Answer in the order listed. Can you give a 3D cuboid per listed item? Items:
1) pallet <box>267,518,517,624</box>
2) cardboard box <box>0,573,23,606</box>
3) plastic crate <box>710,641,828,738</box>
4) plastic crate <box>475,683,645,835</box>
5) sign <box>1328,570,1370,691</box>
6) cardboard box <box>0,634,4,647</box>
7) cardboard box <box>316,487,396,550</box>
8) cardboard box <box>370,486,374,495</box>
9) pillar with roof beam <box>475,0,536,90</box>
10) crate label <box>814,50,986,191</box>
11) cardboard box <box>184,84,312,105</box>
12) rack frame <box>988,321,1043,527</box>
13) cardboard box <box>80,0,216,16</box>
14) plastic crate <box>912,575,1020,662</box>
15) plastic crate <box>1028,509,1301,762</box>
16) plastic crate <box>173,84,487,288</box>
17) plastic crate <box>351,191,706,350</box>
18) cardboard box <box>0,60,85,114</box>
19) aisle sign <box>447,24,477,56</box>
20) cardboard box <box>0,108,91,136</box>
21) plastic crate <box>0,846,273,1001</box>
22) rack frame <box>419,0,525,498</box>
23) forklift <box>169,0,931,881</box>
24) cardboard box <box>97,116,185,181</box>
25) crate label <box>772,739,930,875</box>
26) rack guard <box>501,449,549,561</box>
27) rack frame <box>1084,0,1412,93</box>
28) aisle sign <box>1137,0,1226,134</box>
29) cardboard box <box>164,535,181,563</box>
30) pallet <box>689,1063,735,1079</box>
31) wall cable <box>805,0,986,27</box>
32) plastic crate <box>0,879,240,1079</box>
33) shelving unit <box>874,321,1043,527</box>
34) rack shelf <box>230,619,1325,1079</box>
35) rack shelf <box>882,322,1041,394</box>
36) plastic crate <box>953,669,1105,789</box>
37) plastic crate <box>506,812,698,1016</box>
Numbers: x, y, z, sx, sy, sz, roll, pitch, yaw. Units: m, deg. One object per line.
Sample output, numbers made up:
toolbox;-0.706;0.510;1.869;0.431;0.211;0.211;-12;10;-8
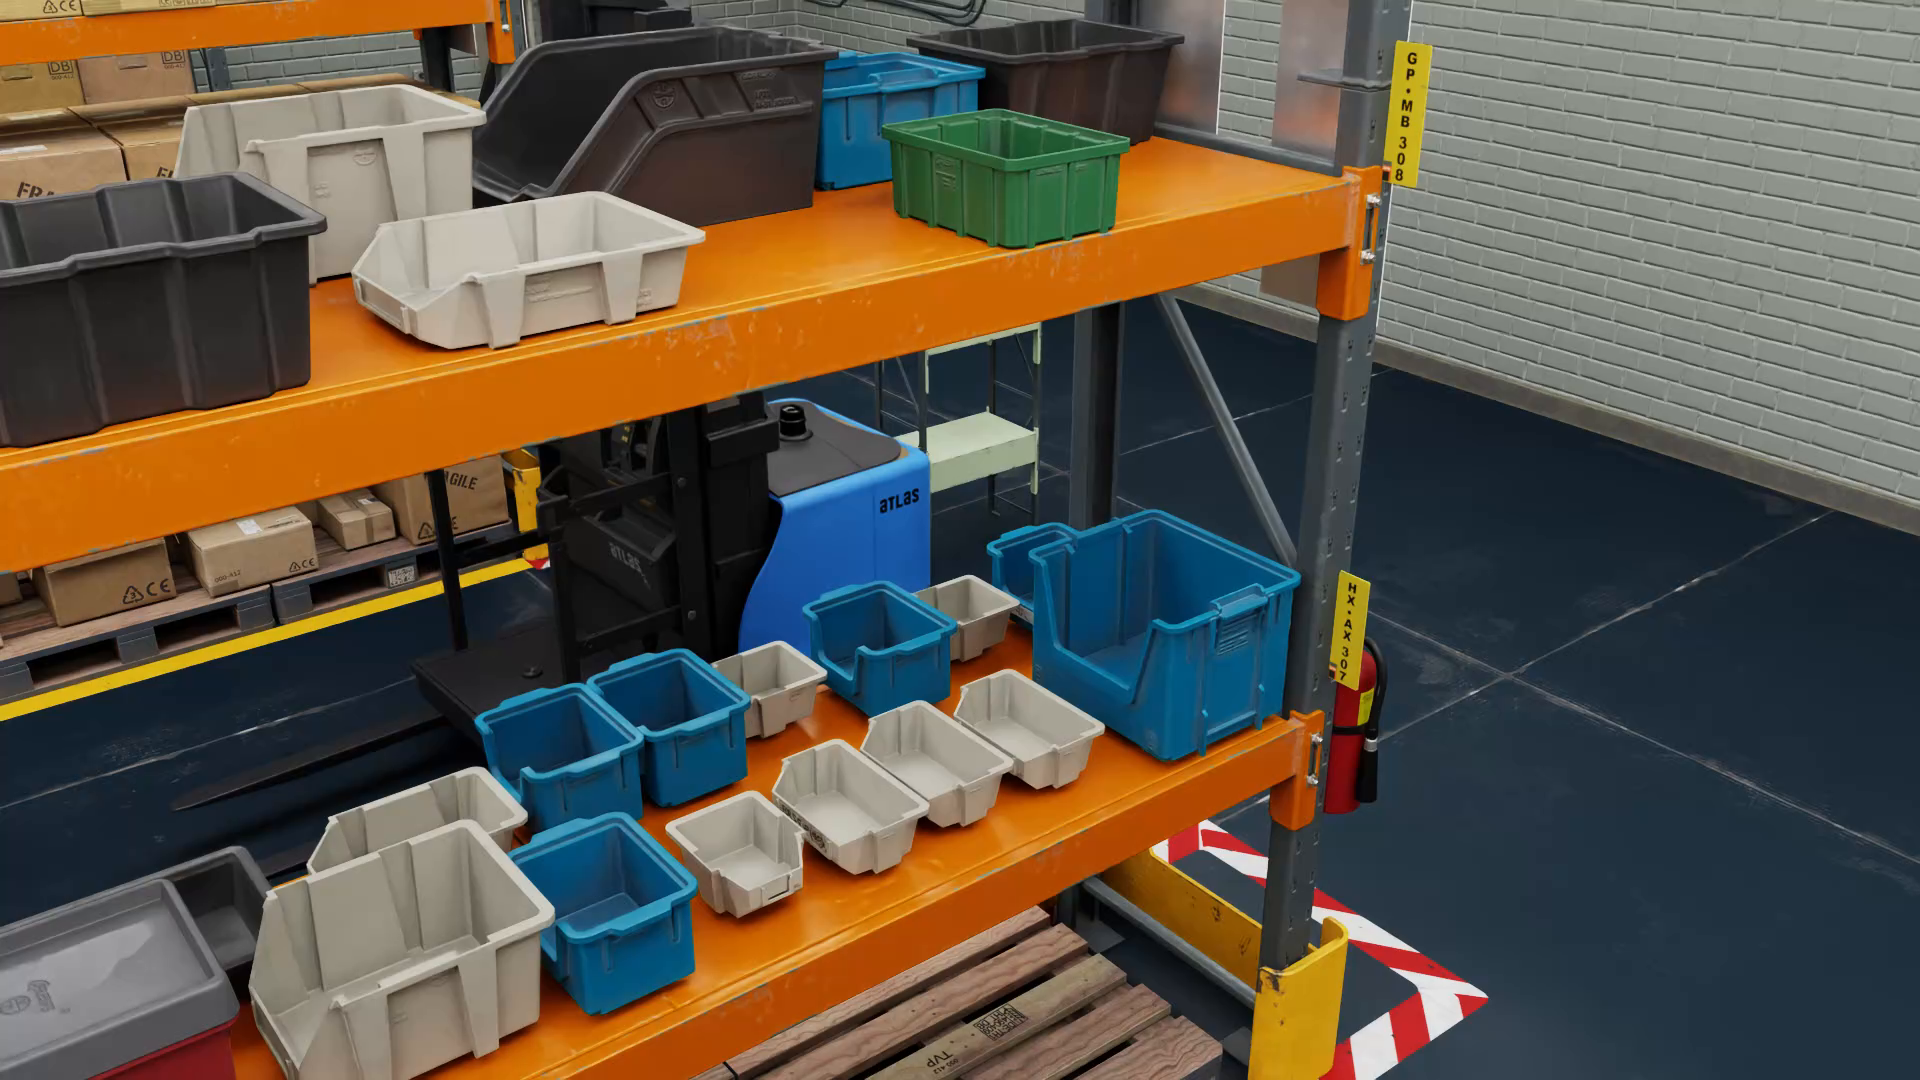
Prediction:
pallet;-3.048;-0.009;8.520;1.213;0.211;1.003;-18;31;-34
cardboard box;-4.645;0.121;7.598;0.500;0.311;0.500;-18;31;-34
plastic crate;-0.542;0.420;4.524;0.298;0.136;0.250;-18;31;-34
plastic crate;-0.977;0.564;4.099;0.300;0.233;0.416;-18;31;-34
sign;1.045;0.244;4.467;0.005;0.325;0.100;-18;31;-34
cardboard box;-4.371;0.358;7.259;0.250;0.166;0.380;-18;31;-34
cardboard box;-3.011;-0.118;8.284;0.250;0.166;0.380;-18;31;-34
cardboard box;-3.100;-0.356;8.797;0.250;0.166;0.380;-18;31;-34
pillar with roof beam;-1.174;-5.425;9.749;0.400;9.000;9.100;-18;31;-34
crate label;-0.233;-1.020;3.999;0.502;0.251;0.408;-18;31;-34
cardboard box;-3.280;-1.834;7.833;0.500;0.500;0.500;-18;30;-34
rack frame;0.283;-0.774;8.635;0.023;1.500;0.400;-18;31;-34
cardboard box;-3.388;-2.313;6.786;0.500;0.250;0.500;-18;31;-34
plastic crate;-0.009;0.244;4.904;0.298;0.136;0.250;-18;31;-34
plastic crate;0.544;0.246;4.544;0.499;0.435;0.616;-18;31;-34
plastic crate;-1.242;-0.693;3.258;0.530;0.282;0.437;-18;31;-34
plastic crate;-0.781;-0.482;2.975;0.530;0.136;0.437;-18;31;-34
cardboard box;-6.382;-2.949;11.185;0.700;0.700;0.980;-19;31;-34
aisle sign;-2.489;-2.796;8.123;0.004;0.787;0.394;-18;31;-34
cardboard box;-4.076;-1.574;7.271;0.500;0.500;0.500;-19;31;-34
plastic crate;-1.740;0.897;3.509;0.590;0.125;0.437;-18;31;-34
rack frame;-2.361;-1.502;8.422;0.127;3.000;1.000;-18;31;-34
forklift;-1.554;-0.467;6.275;3.031;2.935;1.130;-20;32;-37
cardboard box;-3.344;-1.526;7.169;0.500;0.500;0.500;-17;30;-33
crate label;-0.279;0.655;4.017;0.243;0.136;0.396;-18;31;-34
rack guard;-2.421;-0.348;8.906;0.348;0.500;1.175;-18;31;-34
rack frame;0.692;-2.581;3.622;0.127;3.000;1.000;-18;31;-34
aisle sign;0.566;-1.156;4.590;0.004;0.787;0.394;-18;31;-34
cardboard box;-3.751;-0.147;8.247;0.500;0.250;0.500;-18;31;-34
pallet;-0.940;1.922;4.359;1.213;0.211;1.003;-18;31;-34
wall cable;-0.750;-5.805;14.258;0.112;2.526;3.097;-18;31;-34
plastic crate;-1.598;0.974;2.940;0.583;0.464;0.402;-18;31;-34
shelving unit;-0.005;-0.679;8.431;0.755;1.500;0.431;-18;31;-34
rack shelf;-0.882;0.986;3.917;4.000;0.370;1.077;-18;31;-34
rack shelf;-0.005;-1.033;8.266;0.720;0.370;0.431;-18;31;-34
plastic crate;0.162;0.504;4.342;0.243;0.136;0.396;-18;31;-34
plastic crate;-0.766;0.807;3.575;0.300;0.233;0.416;-18;31;-34
